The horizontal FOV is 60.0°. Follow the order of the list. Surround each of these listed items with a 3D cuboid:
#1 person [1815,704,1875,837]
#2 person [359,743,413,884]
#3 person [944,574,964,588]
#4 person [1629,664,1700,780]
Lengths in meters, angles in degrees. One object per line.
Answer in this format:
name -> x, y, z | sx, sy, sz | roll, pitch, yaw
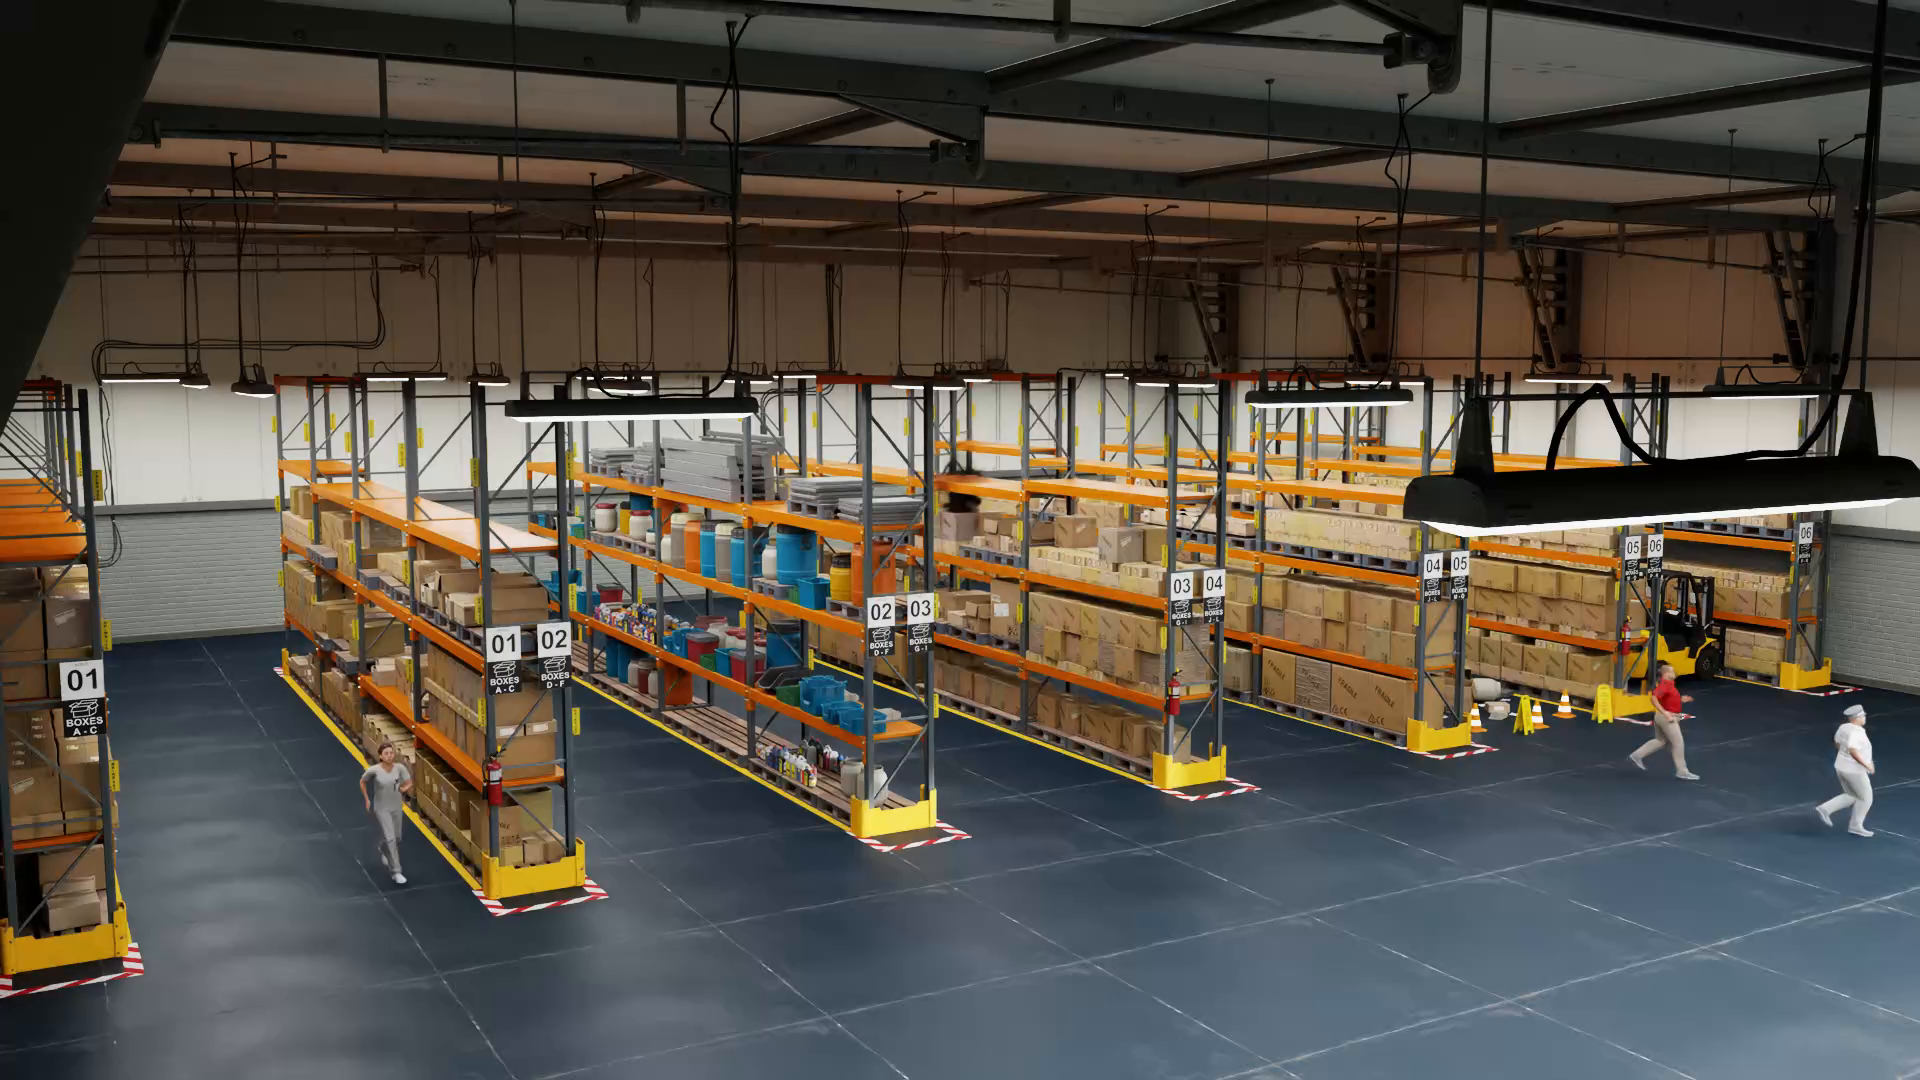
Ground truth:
person -> 11.807, 3.053, 22.071 | 0.710, 1.769, 0.672 | 1, 6, 5
person -> -6.942, 3.271, 20.196 | 0.565, 1.652, 0.901 | -5, 8, -37
person -> -0.095, 0.882, 42.033 | 0.613, 1.697, 0.736 | 0, 6, 1
person -> 10.638, 2.718, 25.048 | 0.990, 1.707, 0.667 | 2, 7, 18
